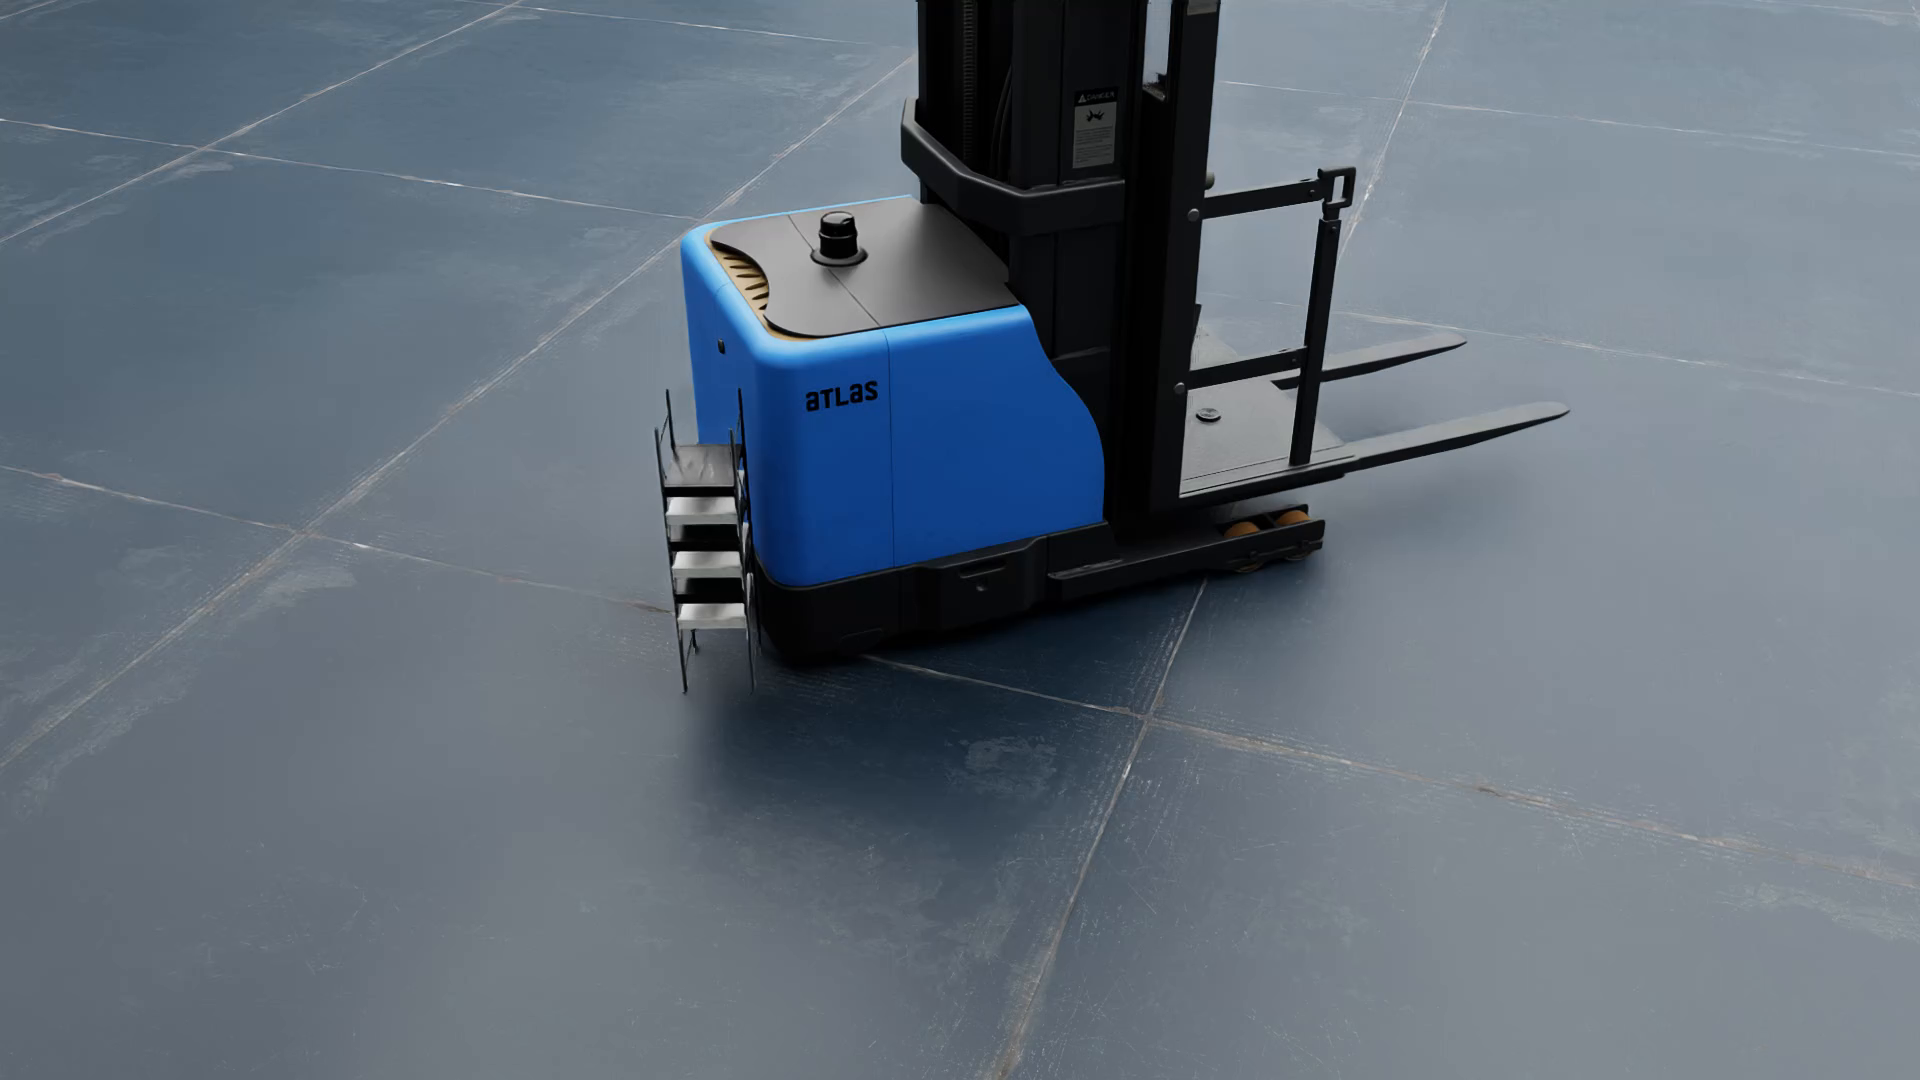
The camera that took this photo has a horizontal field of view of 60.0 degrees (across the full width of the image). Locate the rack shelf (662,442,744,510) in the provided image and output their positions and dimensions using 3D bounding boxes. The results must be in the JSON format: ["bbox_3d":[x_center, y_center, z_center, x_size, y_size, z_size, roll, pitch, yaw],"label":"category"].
[{"bbox_3d":[-0.722,-0.184,4.706,0.200,0.077,0.258,0,33,0],"label":"rack shelf"}]

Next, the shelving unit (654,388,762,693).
[{"bbox_3d":[-0.722,0.015,4.834,0.210,0.900,0.258,0,33,0],"label":"shelving unit"}]

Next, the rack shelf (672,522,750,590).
[{"bbox_3d":[-0.722,0.043,4.852,0.200,0.077,0.258,0,33,0],"label":"rack shelf"}]

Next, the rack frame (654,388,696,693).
[{"bbox_3d":[-0.823,0.015,4.833,0.006,0.900,0.240,0,33,0],"label":"rack frame"}]

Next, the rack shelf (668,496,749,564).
[{"bbox_3d":[-0.722,-0.033,4.803,0.200,0.077,0.258,0,33,0],"label":"rack shelf"}]

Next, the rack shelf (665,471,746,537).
[{"bbox_3d":[-0.722,-0.108,4.754,0.200,0.077,0.258,0,33,0],"label":"rack shelf"}]

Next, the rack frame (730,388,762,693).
[{"bbox_3d":[-0.620,0.014,4.835,0.006,0.900,0.240,0,33,0],"label":"rack frame"}]

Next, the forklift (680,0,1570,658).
[{"bbox_3d":[0.676,-1.375,5.114,3.031,2.935,1.130,-12,35,-18],"label":"forklift"}]

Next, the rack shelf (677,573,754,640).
[{"bbox_3d":[-0.722,0.194,4.950,0.200,0.077,0.258,0,33,0],"label":"rack shelf"}]

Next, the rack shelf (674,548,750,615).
[{"bbox_3d":[-0.722,0.118,4.901,0.200,0.077,0.258,0,33,0],"label":"rack shelf"}]
